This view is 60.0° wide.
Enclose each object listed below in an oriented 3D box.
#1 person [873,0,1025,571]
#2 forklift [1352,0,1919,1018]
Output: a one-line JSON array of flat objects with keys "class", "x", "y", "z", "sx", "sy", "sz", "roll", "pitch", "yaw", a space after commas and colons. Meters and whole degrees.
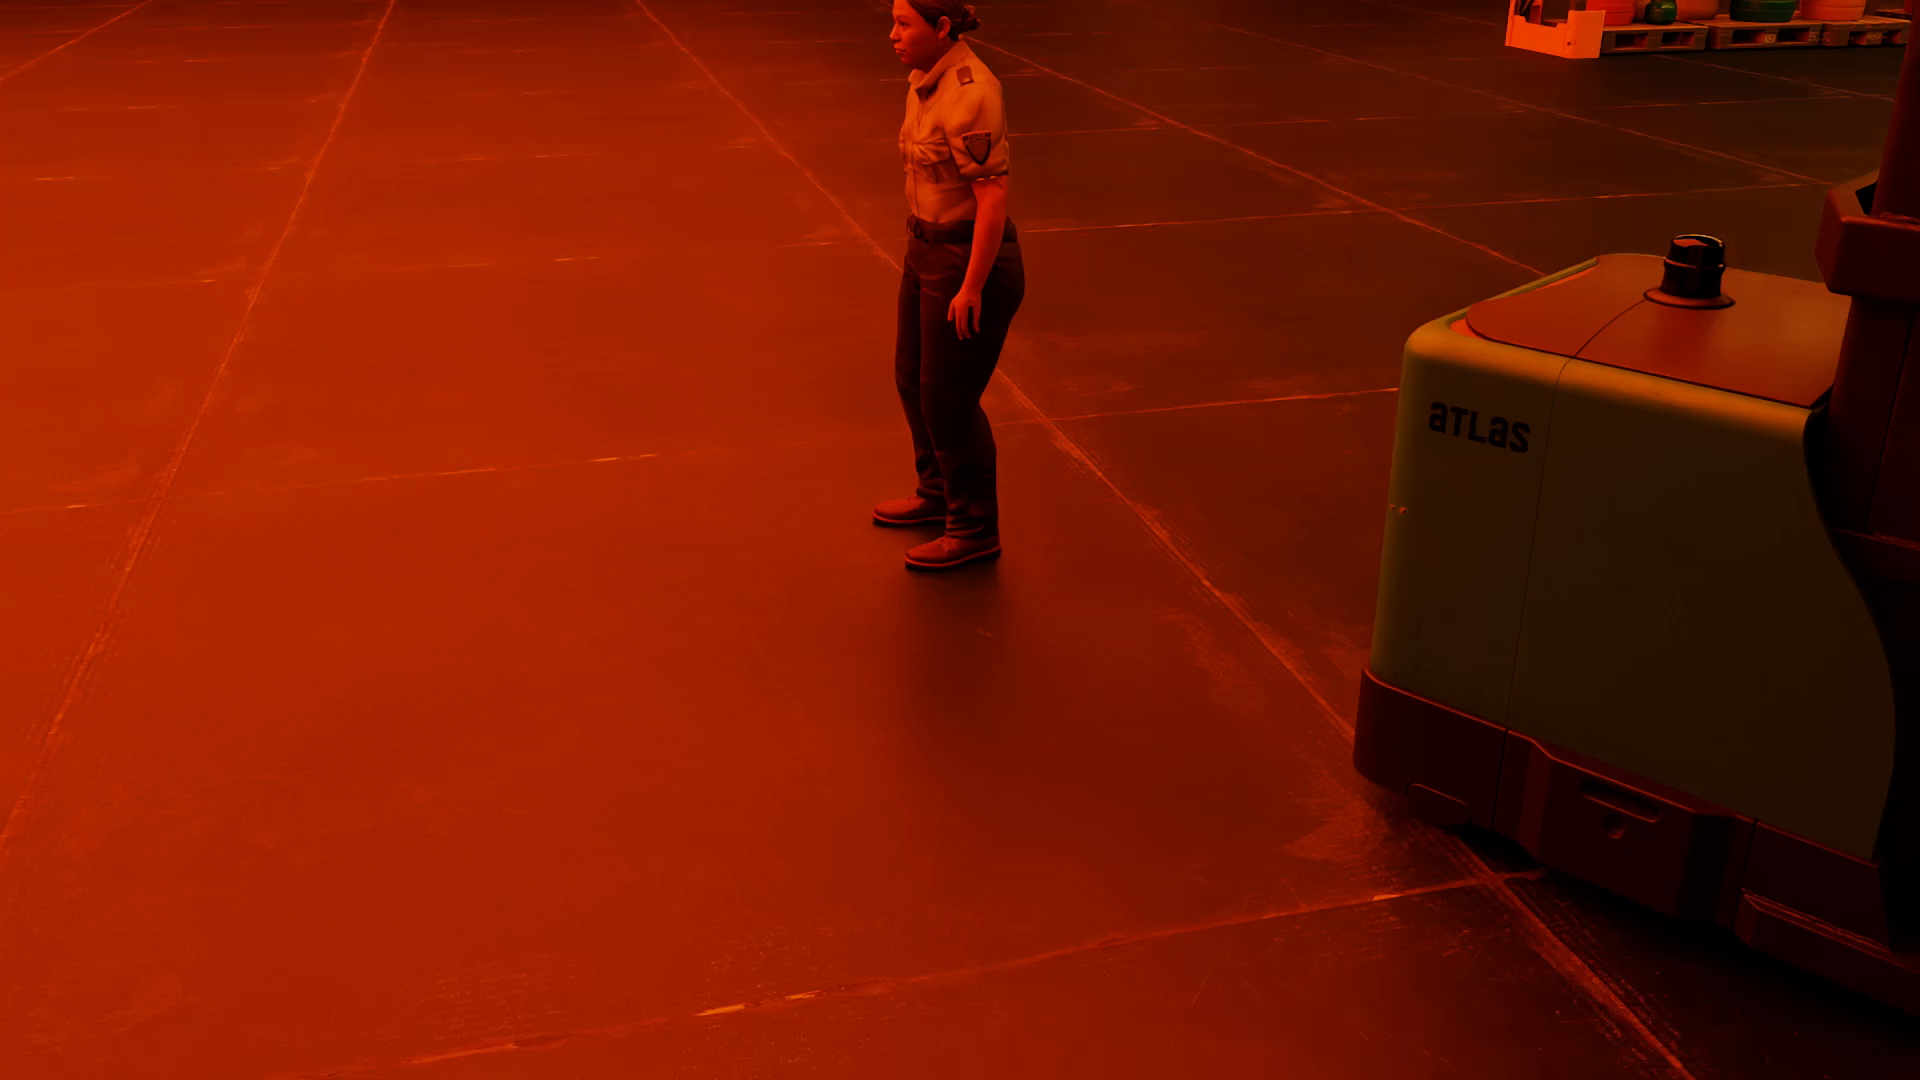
[{"class": "person", "x": -0.029, "y": -0.756, "z": 4.725, "sx": 0.373, "sy": 1.651, "sz": 0.546, "roll": -7, "pitch": 24, "yaw": -16}, {"class": "forklift", "x": 2.285, "y": -0.518, "z": 2.527, "sx": 3.031, "sy": 2.935, "sz": 1.130, "roll": 21, "pitch": 31, "yaw": 40}]
